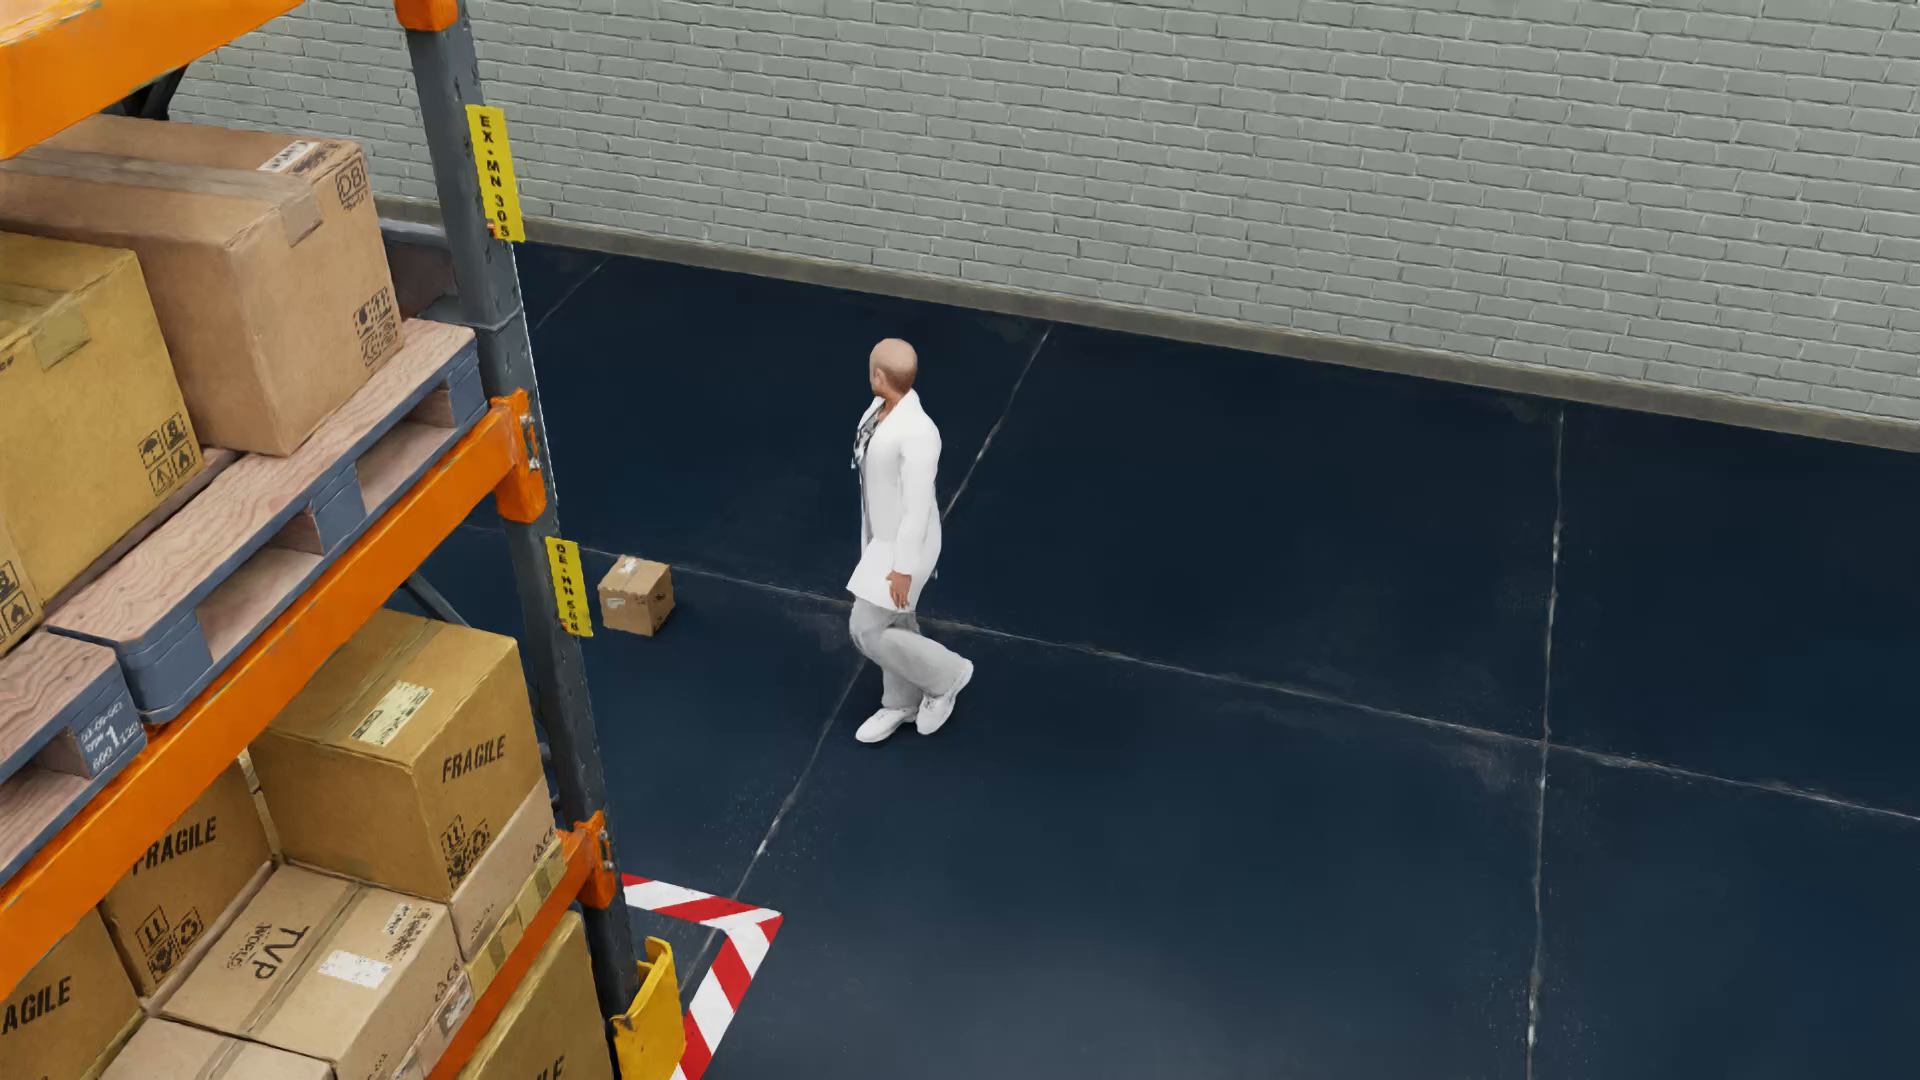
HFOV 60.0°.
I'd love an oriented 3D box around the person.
[{"bbox_3d":[-0.273,0.014,6.891,0.526,1.764,0.691,-13,39,-17],"label":"person"}]
